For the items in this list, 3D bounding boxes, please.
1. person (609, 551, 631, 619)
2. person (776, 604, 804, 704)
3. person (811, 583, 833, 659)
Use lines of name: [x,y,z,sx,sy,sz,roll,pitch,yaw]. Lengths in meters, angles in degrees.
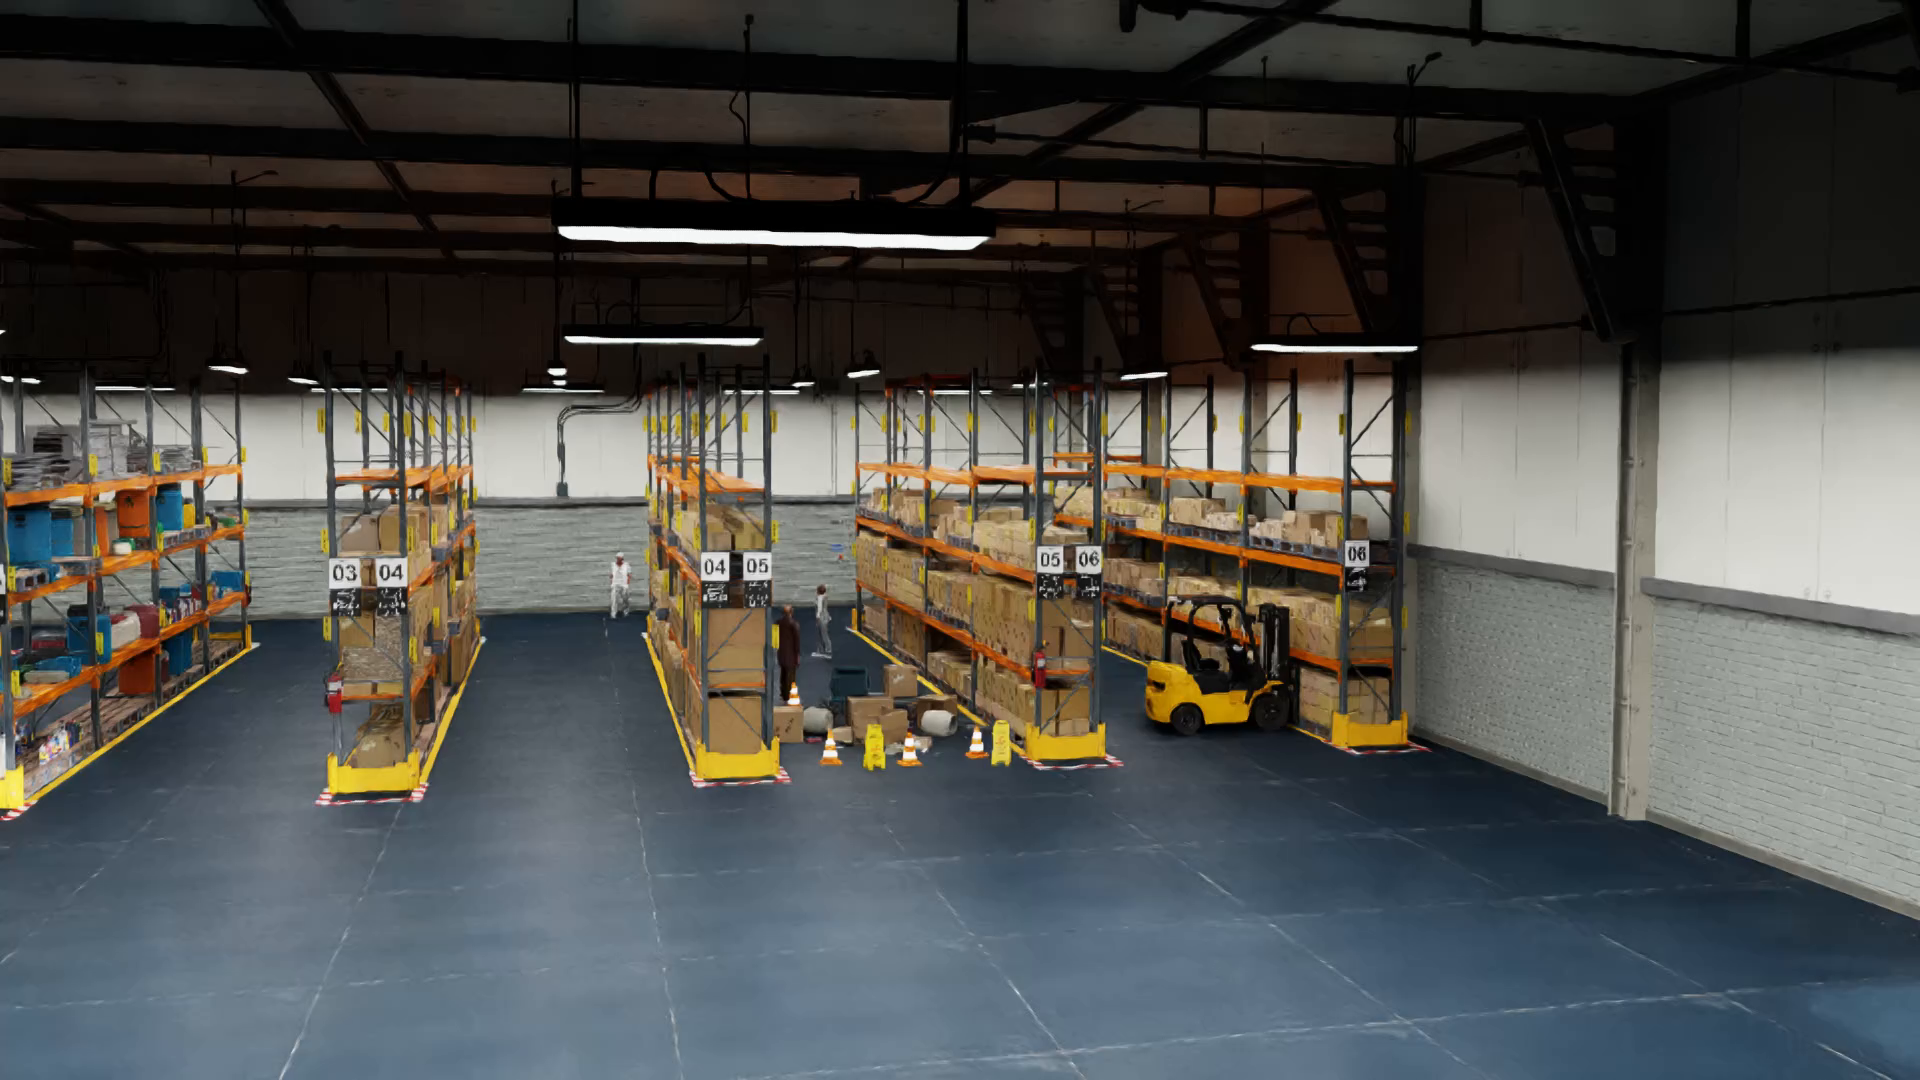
person: [-8.738,1.151,42.813,0.554,1.722,1.037,0,4,-4]
person: [-3.031,2.023,29.807,0.514,1.785,0.638,-4,5,-43]
person: [-2.961,1.721,35.534,0.536,1.590,0.534,1,4,9]
